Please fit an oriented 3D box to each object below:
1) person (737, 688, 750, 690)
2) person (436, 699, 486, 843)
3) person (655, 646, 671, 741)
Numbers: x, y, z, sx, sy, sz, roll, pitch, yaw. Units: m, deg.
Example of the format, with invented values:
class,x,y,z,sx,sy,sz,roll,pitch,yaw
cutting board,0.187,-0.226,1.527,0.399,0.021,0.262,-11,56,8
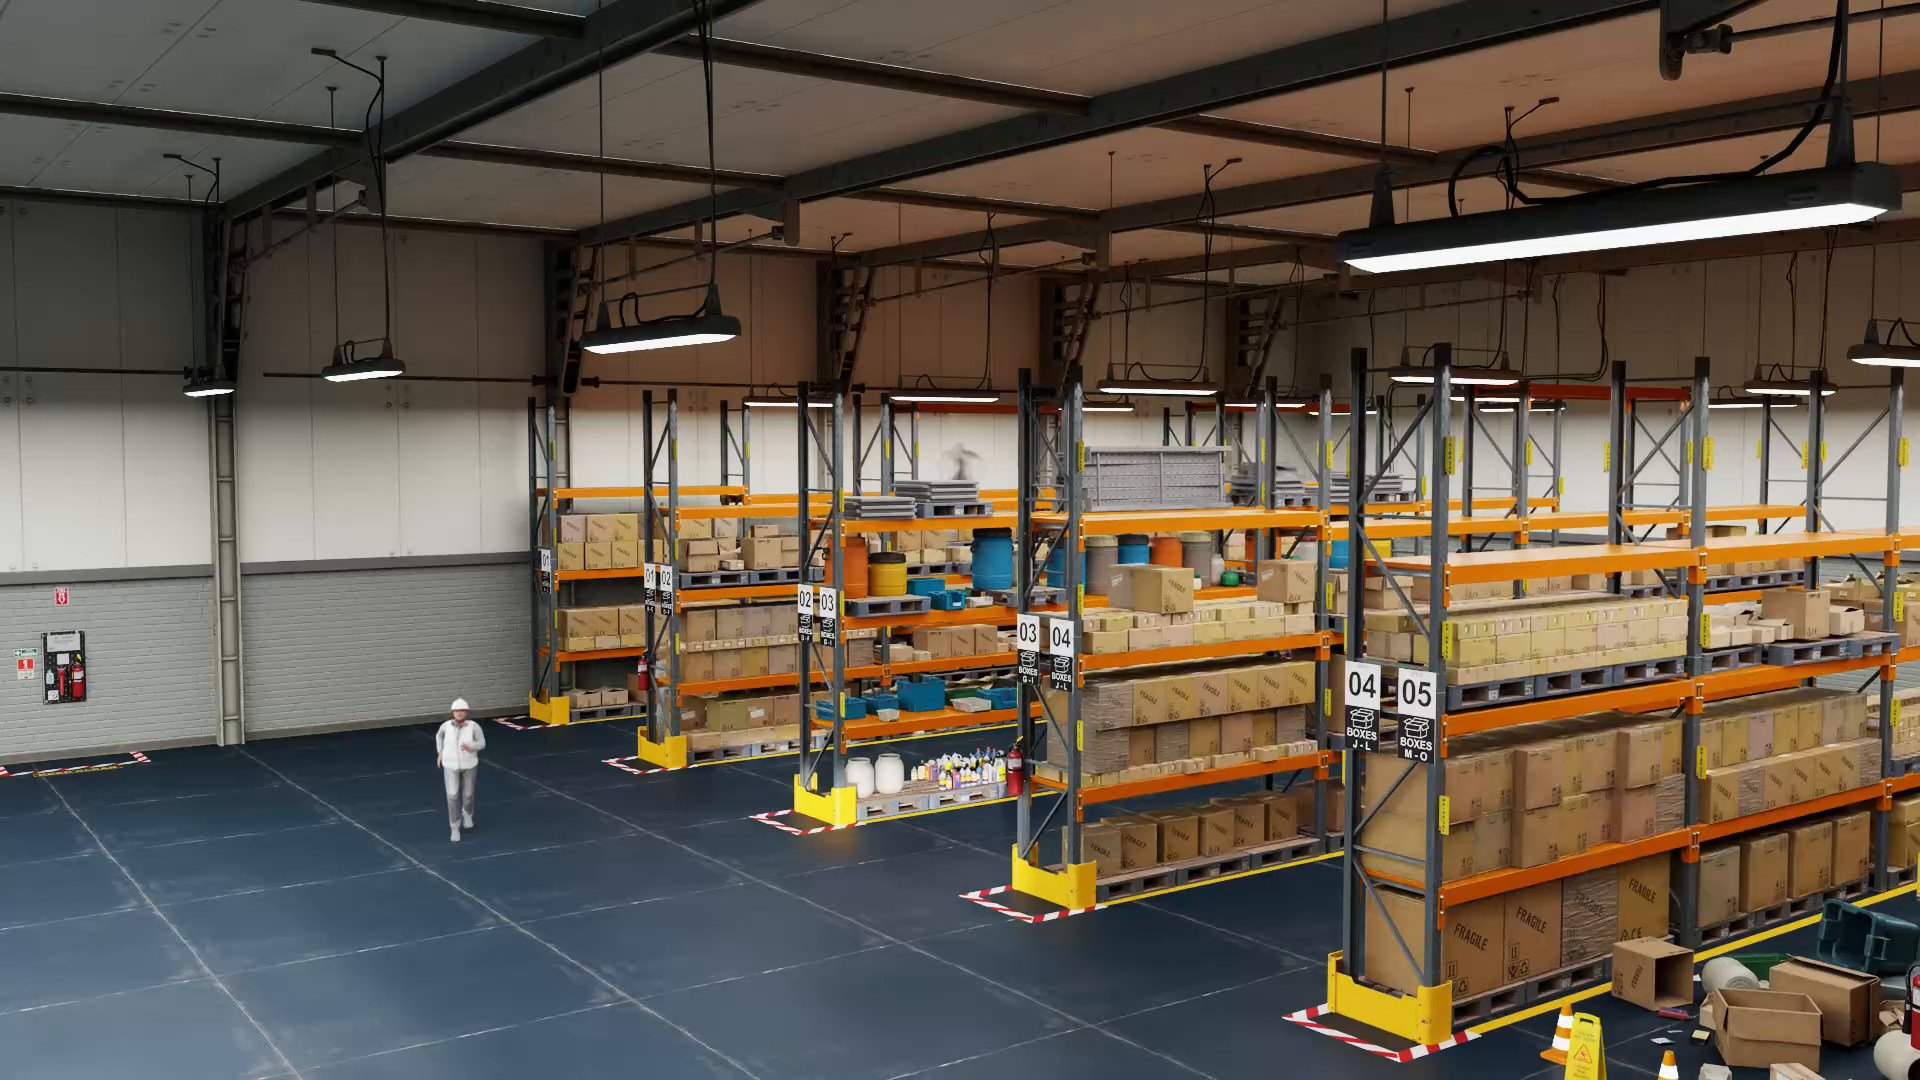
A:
class,x,y,z,sx,sy,sz,roll,pitch,yaw
person,-3.785,2.544,29.438,0.675,1.846,0.829,3,5,43
person,-6.530,2.982,21.771,0.627,1.825,0.869,-1,3,-15
person,-5.054,2.655,28.533,0.934,1.684,0.615,-3,4,-40
